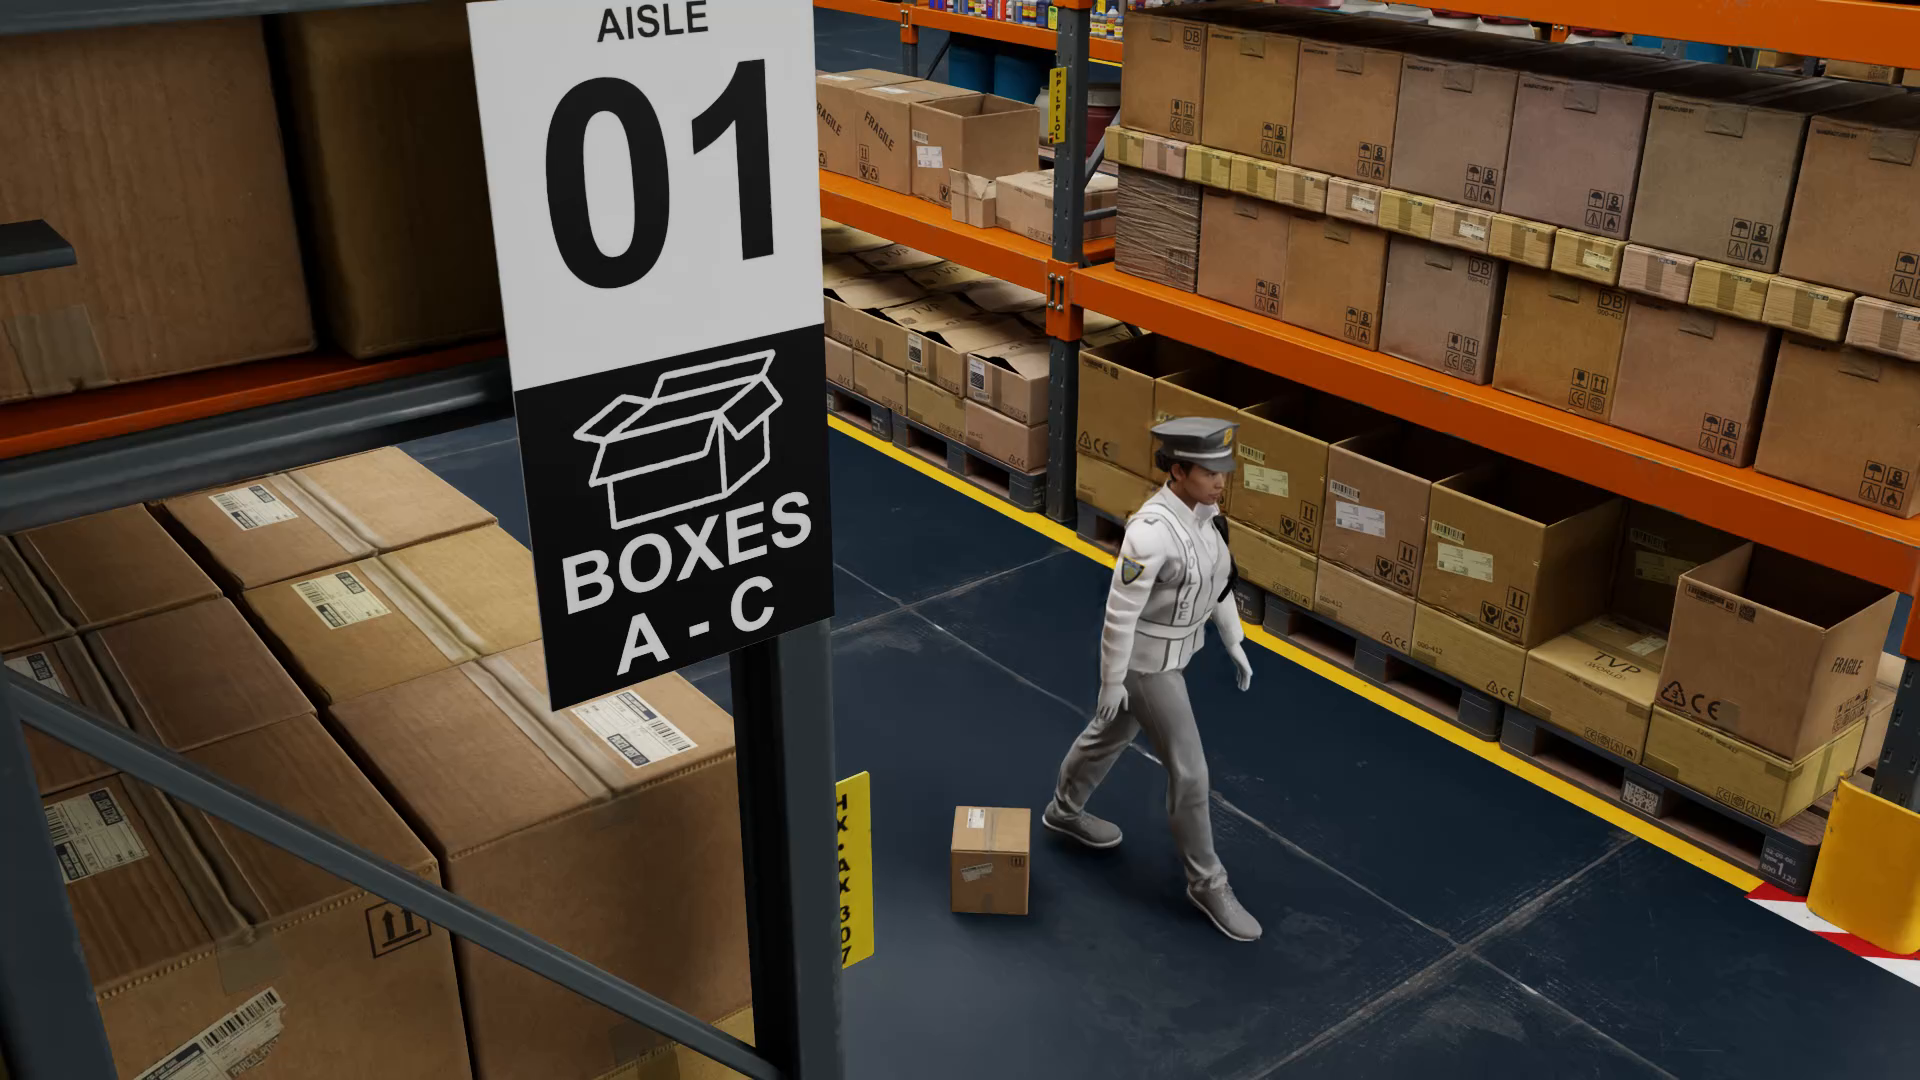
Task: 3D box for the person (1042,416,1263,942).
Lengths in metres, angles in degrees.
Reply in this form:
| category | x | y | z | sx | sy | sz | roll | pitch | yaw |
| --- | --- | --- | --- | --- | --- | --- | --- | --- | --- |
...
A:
| category | x | y | z | sx | sy | sz | roll | pitch | yaw |
| --- | --- | --- | --- | --- | --- | --- | --- | --- | --- |
| person | 0.652 | 0.394 | 5.274 | 0.854 | 1.680 | 0.511 | 12 | 28 | 25 |
